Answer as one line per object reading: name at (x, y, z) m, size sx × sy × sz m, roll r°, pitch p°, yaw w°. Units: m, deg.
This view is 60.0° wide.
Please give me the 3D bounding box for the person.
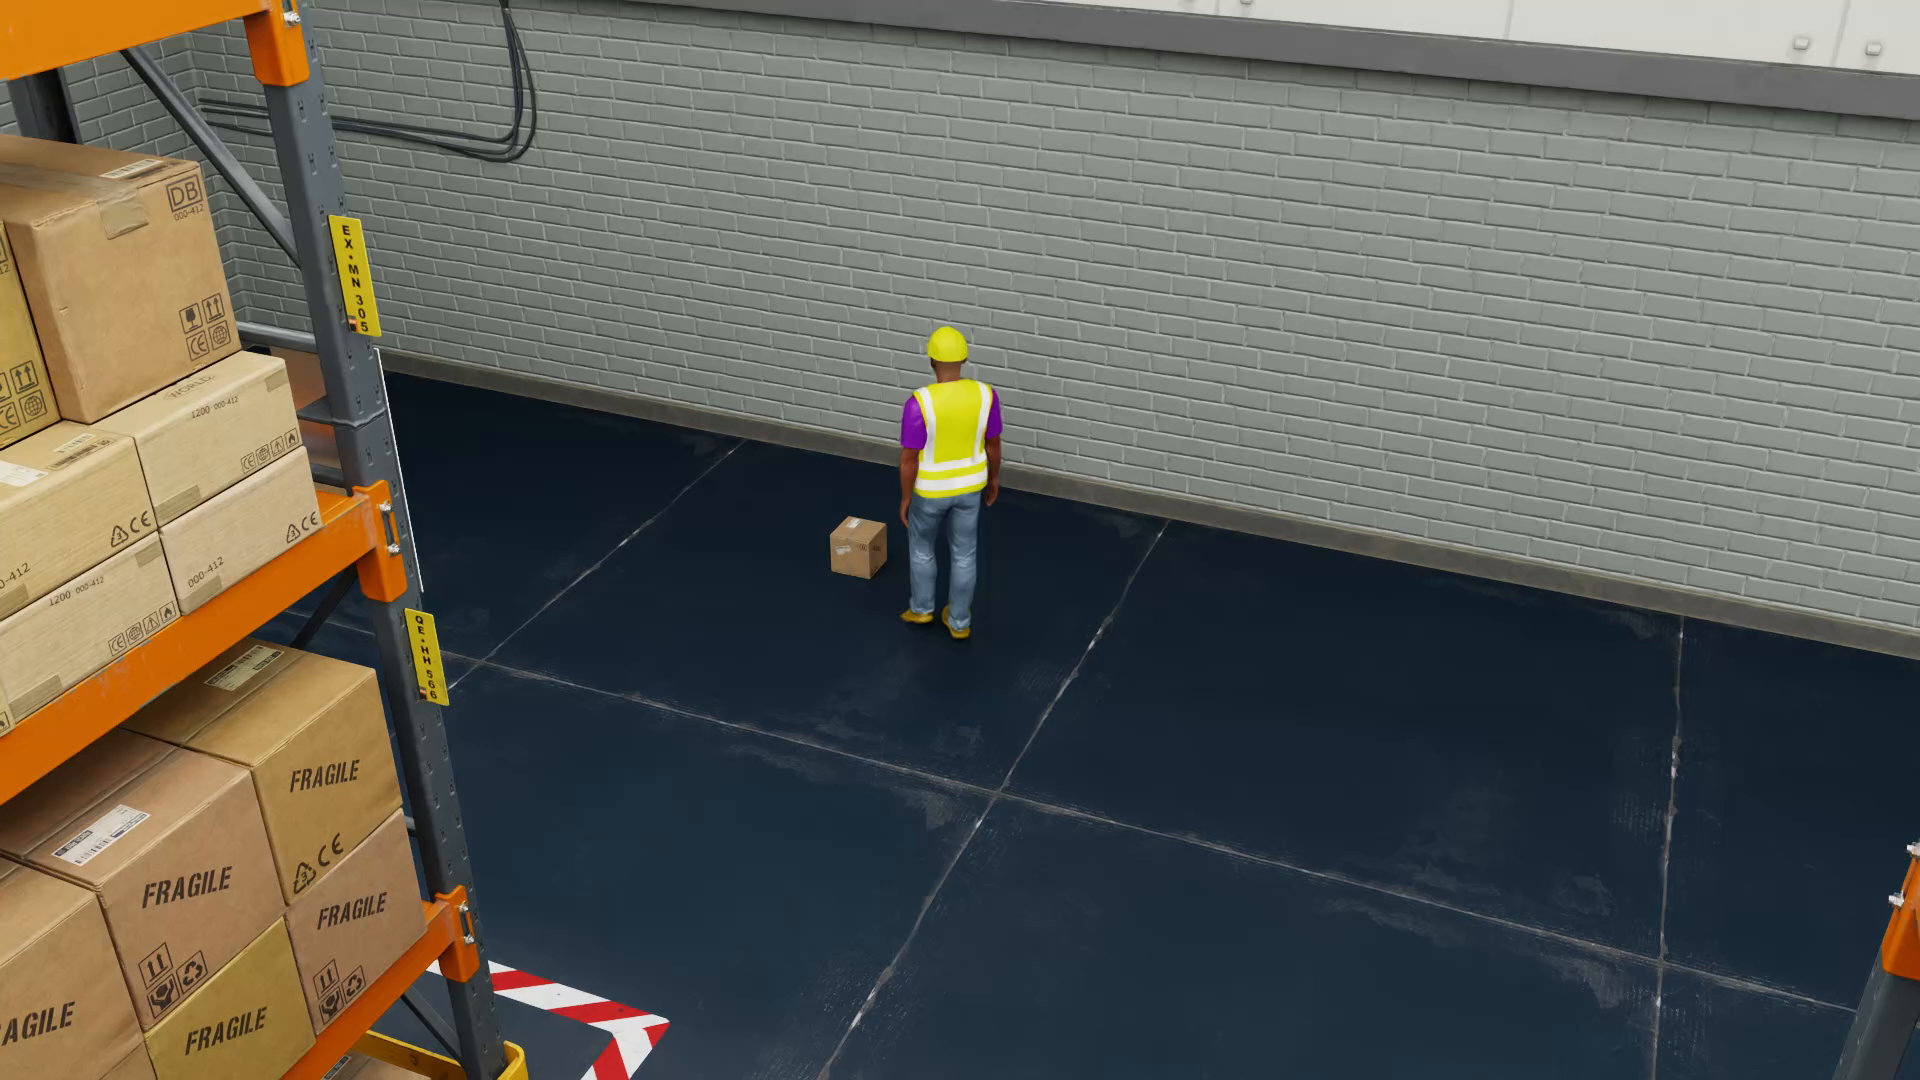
person at (-0.071, -0.274, 8.916) m, size 0.585 × 1.848 × 0.481 m, roll -8°, pitch 31°, yaw -15°
